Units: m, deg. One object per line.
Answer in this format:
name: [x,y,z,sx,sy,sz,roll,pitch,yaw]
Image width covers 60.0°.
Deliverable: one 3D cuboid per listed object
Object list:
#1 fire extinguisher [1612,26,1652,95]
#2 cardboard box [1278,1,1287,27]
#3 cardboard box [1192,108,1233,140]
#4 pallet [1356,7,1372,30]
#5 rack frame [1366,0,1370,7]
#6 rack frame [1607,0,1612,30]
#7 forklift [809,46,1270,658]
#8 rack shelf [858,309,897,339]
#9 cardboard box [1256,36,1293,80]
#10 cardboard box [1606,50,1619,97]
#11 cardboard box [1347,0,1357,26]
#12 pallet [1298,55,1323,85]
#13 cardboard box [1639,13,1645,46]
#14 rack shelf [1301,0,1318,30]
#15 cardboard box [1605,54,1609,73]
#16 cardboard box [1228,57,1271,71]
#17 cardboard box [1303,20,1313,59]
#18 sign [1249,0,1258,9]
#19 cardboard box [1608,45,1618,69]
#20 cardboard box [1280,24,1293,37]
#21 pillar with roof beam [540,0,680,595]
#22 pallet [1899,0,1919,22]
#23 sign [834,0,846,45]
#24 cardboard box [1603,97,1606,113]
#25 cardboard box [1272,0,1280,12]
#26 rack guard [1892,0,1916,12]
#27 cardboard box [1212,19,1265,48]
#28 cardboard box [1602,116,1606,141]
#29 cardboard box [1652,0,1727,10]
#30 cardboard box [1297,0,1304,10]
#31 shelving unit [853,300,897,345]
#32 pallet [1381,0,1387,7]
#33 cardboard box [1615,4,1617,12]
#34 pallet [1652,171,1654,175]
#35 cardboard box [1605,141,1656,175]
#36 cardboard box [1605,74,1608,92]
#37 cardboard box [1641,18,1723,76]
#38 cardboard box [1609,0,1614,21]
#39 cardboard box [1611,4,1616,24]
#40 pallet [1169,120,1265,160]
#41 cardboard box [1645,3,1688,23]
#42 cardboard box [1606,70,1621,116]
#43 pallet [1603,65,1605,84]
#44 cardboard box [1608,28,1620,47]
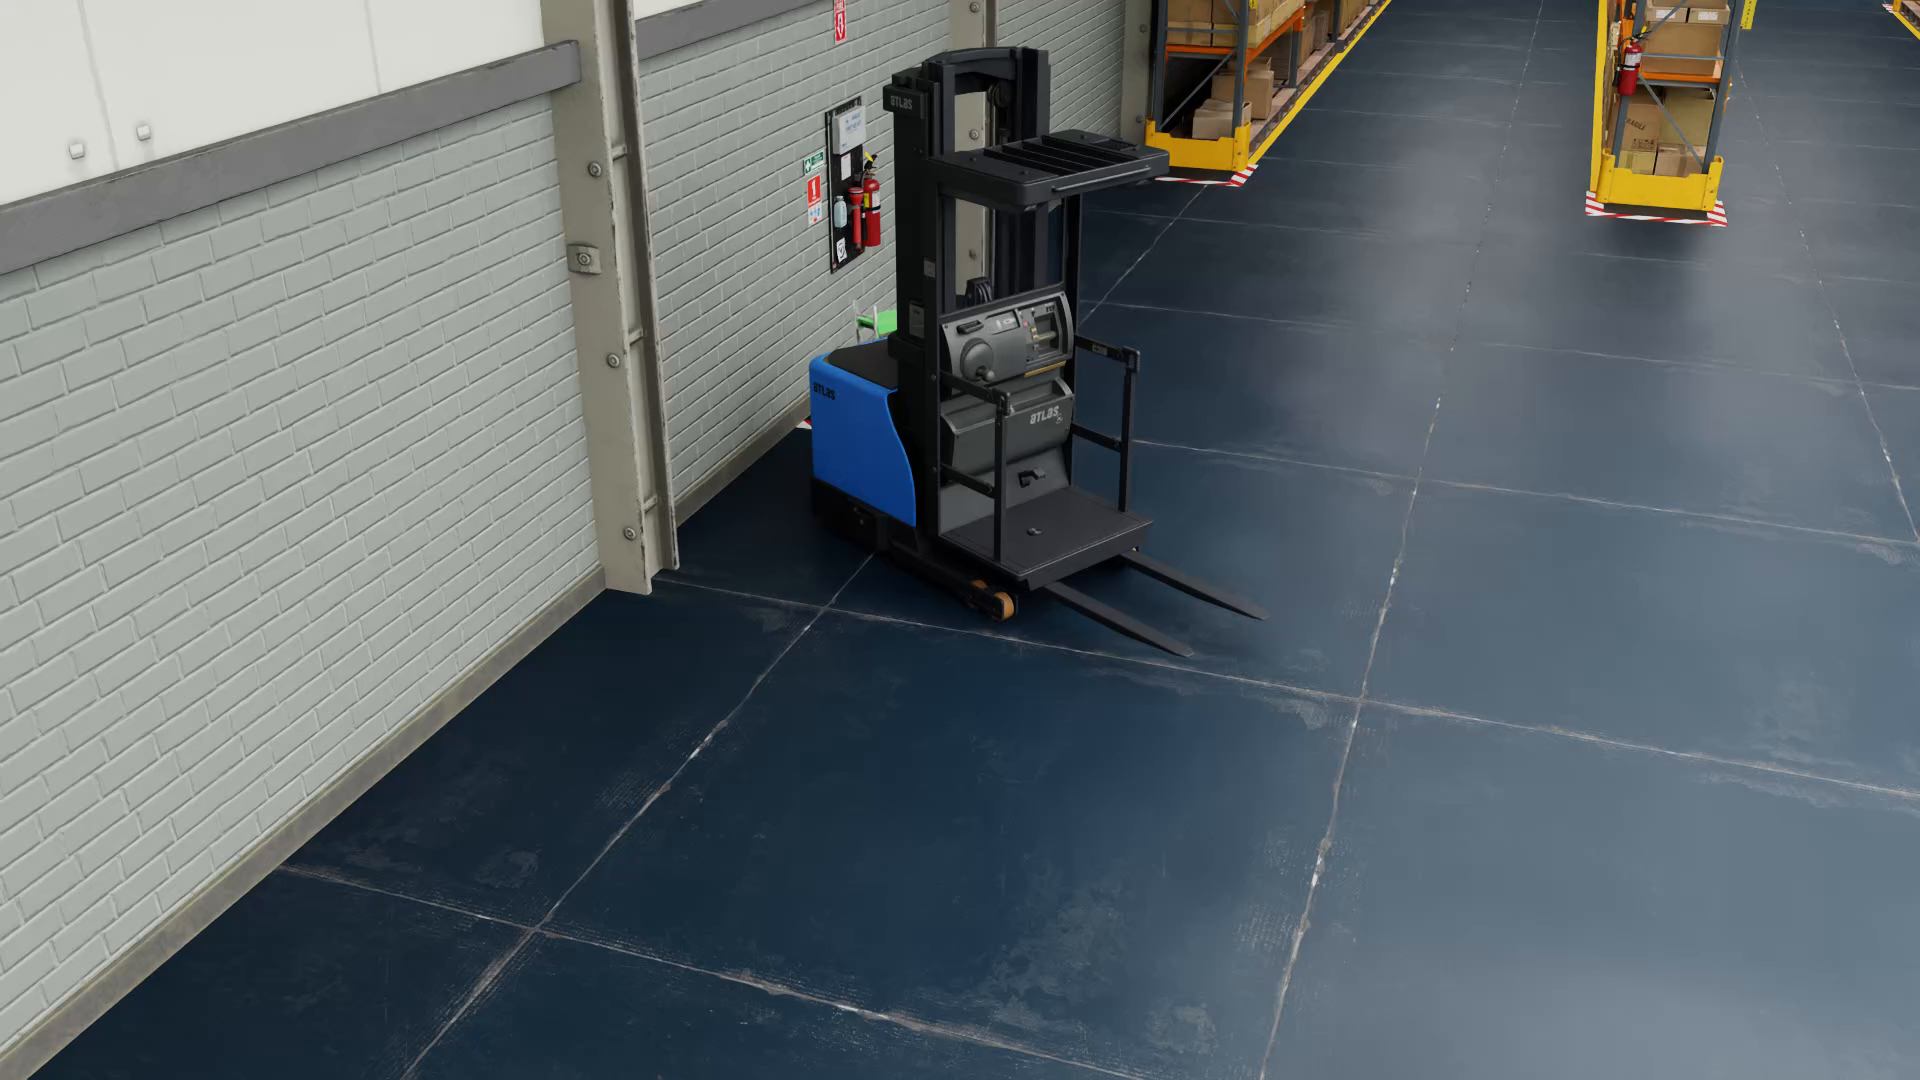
fire extinguisher: [6.889,-4.922,17.062,0.296,0.674,0.183,9,27,17]
cardboard box: [3.660,-6.382,20.138,0.500,0.250,0.500,9,27,18]
cardboard box: [3.009,-4.914,19.537,0.500,0.311,0.500,6,26,12]
pallet: [6.501,-9.003,28.602,1.003,0.211,1.213,9,27,17]
rack frame: [6.687,-10.586,28.672,1.000,3.000,0.127,9,27,17]
rack frame: [11.359,-9.869,27.191,1.000,3.000,0.127,9,27,17]
forklift: [0.415,-1.112,9.184,1.130,2.935,3.031,-21,33,-36]
rack shelf: [-0.408,-1.402,10.795,0.480,0.148,0.258,-19,27,-33]
cardboard box: [4.254,-6.676,22.960,0.700,0.500,0.500,10,27,19]
cardboard box: [8.248,-5.725,20.445,0.500,0.500,0.500,9,27,17]
cardboard box: [6.022,-8.806,26.980,0.750,0.750,0.750,9,27,17]
pallet: [4.687,-6.866,24.189,1.003,0.211,1.213,9,27,17]
cardboard box: [8.046,-5.809,18.691,0.700,0.500,0.500,10,27,19]
rack shelf: [4.690,-7.796,23.736,1.077,0.370,4.000,9,27,17]
cardboard box: [9.243,-6.583,23.077,0.500,0.250,0.500,8,27,16]
cardboard box: [3.717,-5.939,21.438,0.500,0.500,0.500,7,27,14]
cardboard box: [4.746,-7.308,24.266,0.700,0.500,0.500,9,27,17]
sign: [3.205,-5.966,18.135,0.100,0.325,0.005,9,27,17]
cardboard box: [8.897,-6.413,22.082,0.500,0.311,0.500,9,27,17]
cardboard box: [4.397,-7.195,23.171,0.500,0.250,0.500,8,27,16]
pillar with roof beam: [2.177,-3.212,6.558,9.100,9.000,0.400,9,27,17]
pallet: [17.049,-9.205,29.019,1.003,0.211,1.213,9,27,17]
sign: [-0.841,-3.646,11.679,0.001,0.298,0.199,9,27,17]
cardboard box: [8.257,-5.386,20.606,0.500,0.250,0.500,9,27,17]
cardboard box: [3.488,-6.499,19.520,0.500,0.500,0.500,8,27,16]
rack guard: [17.356,-9.680,29.668,1.175,0.500,0.348,9,27,17]
cardboard box: [3.155,-5.750,18.834,0.500,0.250,0.500,8,27,16]
cardboard box: [7.754,-4.770,19.334,0.500,0.250,0.500,9,27,17]
cardboard box: [7.551,-5.778,17.139,0.700,0.500,0.500,9,27,18]
cardboard box: [4.153,-7.001,21.417,0.500,0.250,0.500,9,27,18]
shelving unit: [-0.390,-1.017,10.954,0.503,1.200,0.258,-19,27,-33]
pallet: [7.418,-10.135,30.940,1.003,0.211,1.213,9,27,17]
cardboard box: [10.133,-8.078,24.995,0.500,0.250,0.500,10,28,19]
pallet: [7.581,-4.003,18.275,1.003,0.211,1.213,9,27,17]
cardboard box: [7.266,-4.152,18.057,0.500,0.250,0.500,9,27,17]
cardboard box: [8.732,-5.953,21.776,0.500,0.250,0.500,8,27,17]
cardboard box: [7.534,-5.173,17.377,0.700,0.500,0.500,9,27,17]
cardboard box: [10.969,-8.779,27.302,0.500,0.500,0.500,8,27,15]
cardboard box: [10.291,-7.929,25.548,0.500,0.500,0.500,8,27,16]
pallet: [3.023,-4.759,19.838,1.003,0.211,1.213,9,27,17]
cardboard box: [7.314,-5.459,17.224,0.380,0.149,0.250,8,27,17]
cardboard box: [7.751,-5.109,19.172,0.500,0.500,0.500,9,27,17]
pallet: [9.718,-6.638,23.717,1.003,0.211,1.213,9,27,17]
cardboard box: [9.410,-7.039,23.377,0.500,0.311,0.500,8,27,16]
